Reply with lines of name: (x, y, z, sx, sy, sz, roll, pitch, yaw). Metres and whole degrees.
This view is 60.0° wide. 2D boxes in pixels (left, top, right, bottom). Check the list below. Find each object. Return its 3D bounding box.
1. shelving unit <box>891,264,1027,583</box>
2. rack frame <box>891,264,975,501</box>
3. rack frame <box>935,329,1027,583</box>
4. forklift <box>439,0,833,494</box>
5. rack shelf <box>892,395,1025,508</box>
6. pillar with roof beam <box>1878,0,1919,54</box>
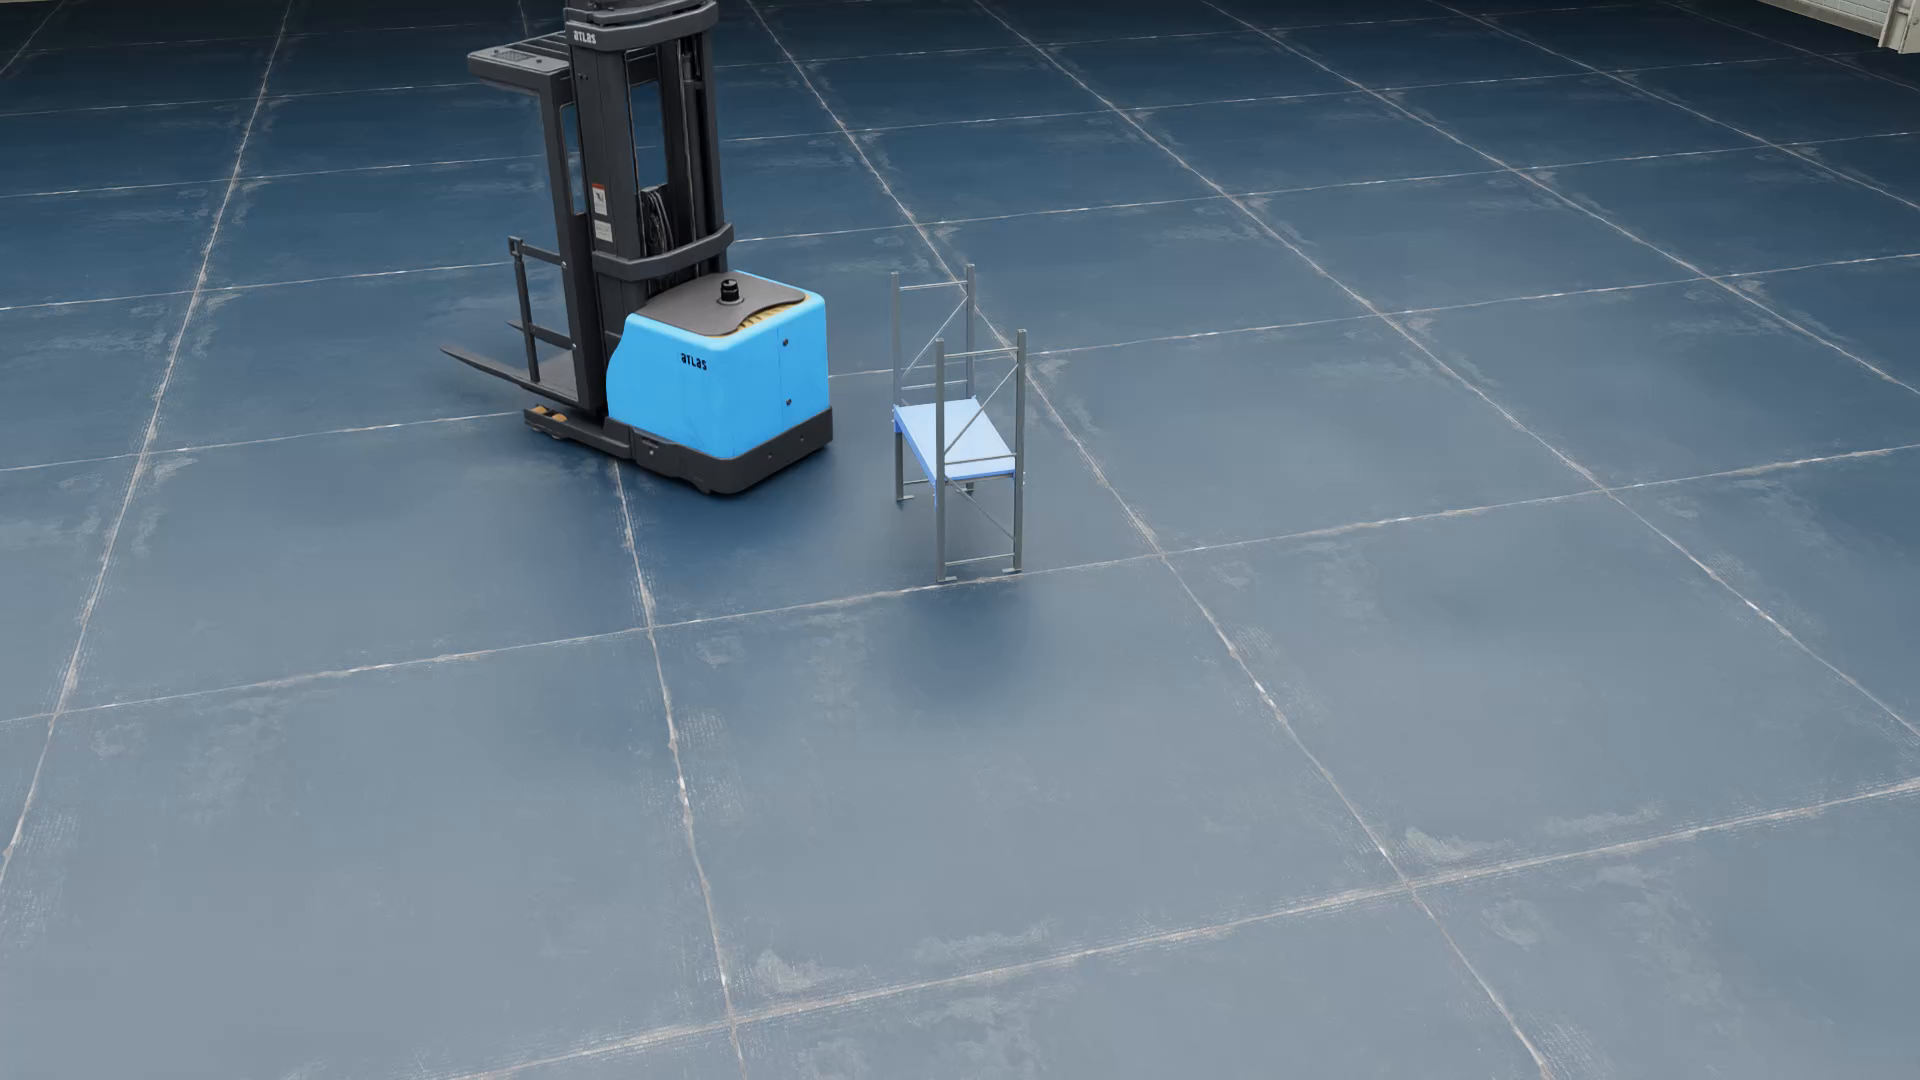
shelving unit: (-0.023, -0.690, 9.677, 0.538, 1.500, 1.048, -8, 31, -13)
rack frame: (-0.158, -0.936, 10.101, 0.500, 1.500, 0.032, -8, 31, -13)
rack frame: (0.112, -0.445, 9.252, 0.500, 1.500, 0.032, -8, 31, -13)
forklift: (-2.324, -2.135, 10.745, 3.031, 2.935, 1.130, 20, 36, 31)
rack shelf: (-0.023, -0.535, 9.767, 0.538, 0.185, 1.000, -8, 31, -13)
pillar with roof beam: (7.361, -9.338, 17.131, 9.100, 9.000, 0.400, -8, 31, -13)
